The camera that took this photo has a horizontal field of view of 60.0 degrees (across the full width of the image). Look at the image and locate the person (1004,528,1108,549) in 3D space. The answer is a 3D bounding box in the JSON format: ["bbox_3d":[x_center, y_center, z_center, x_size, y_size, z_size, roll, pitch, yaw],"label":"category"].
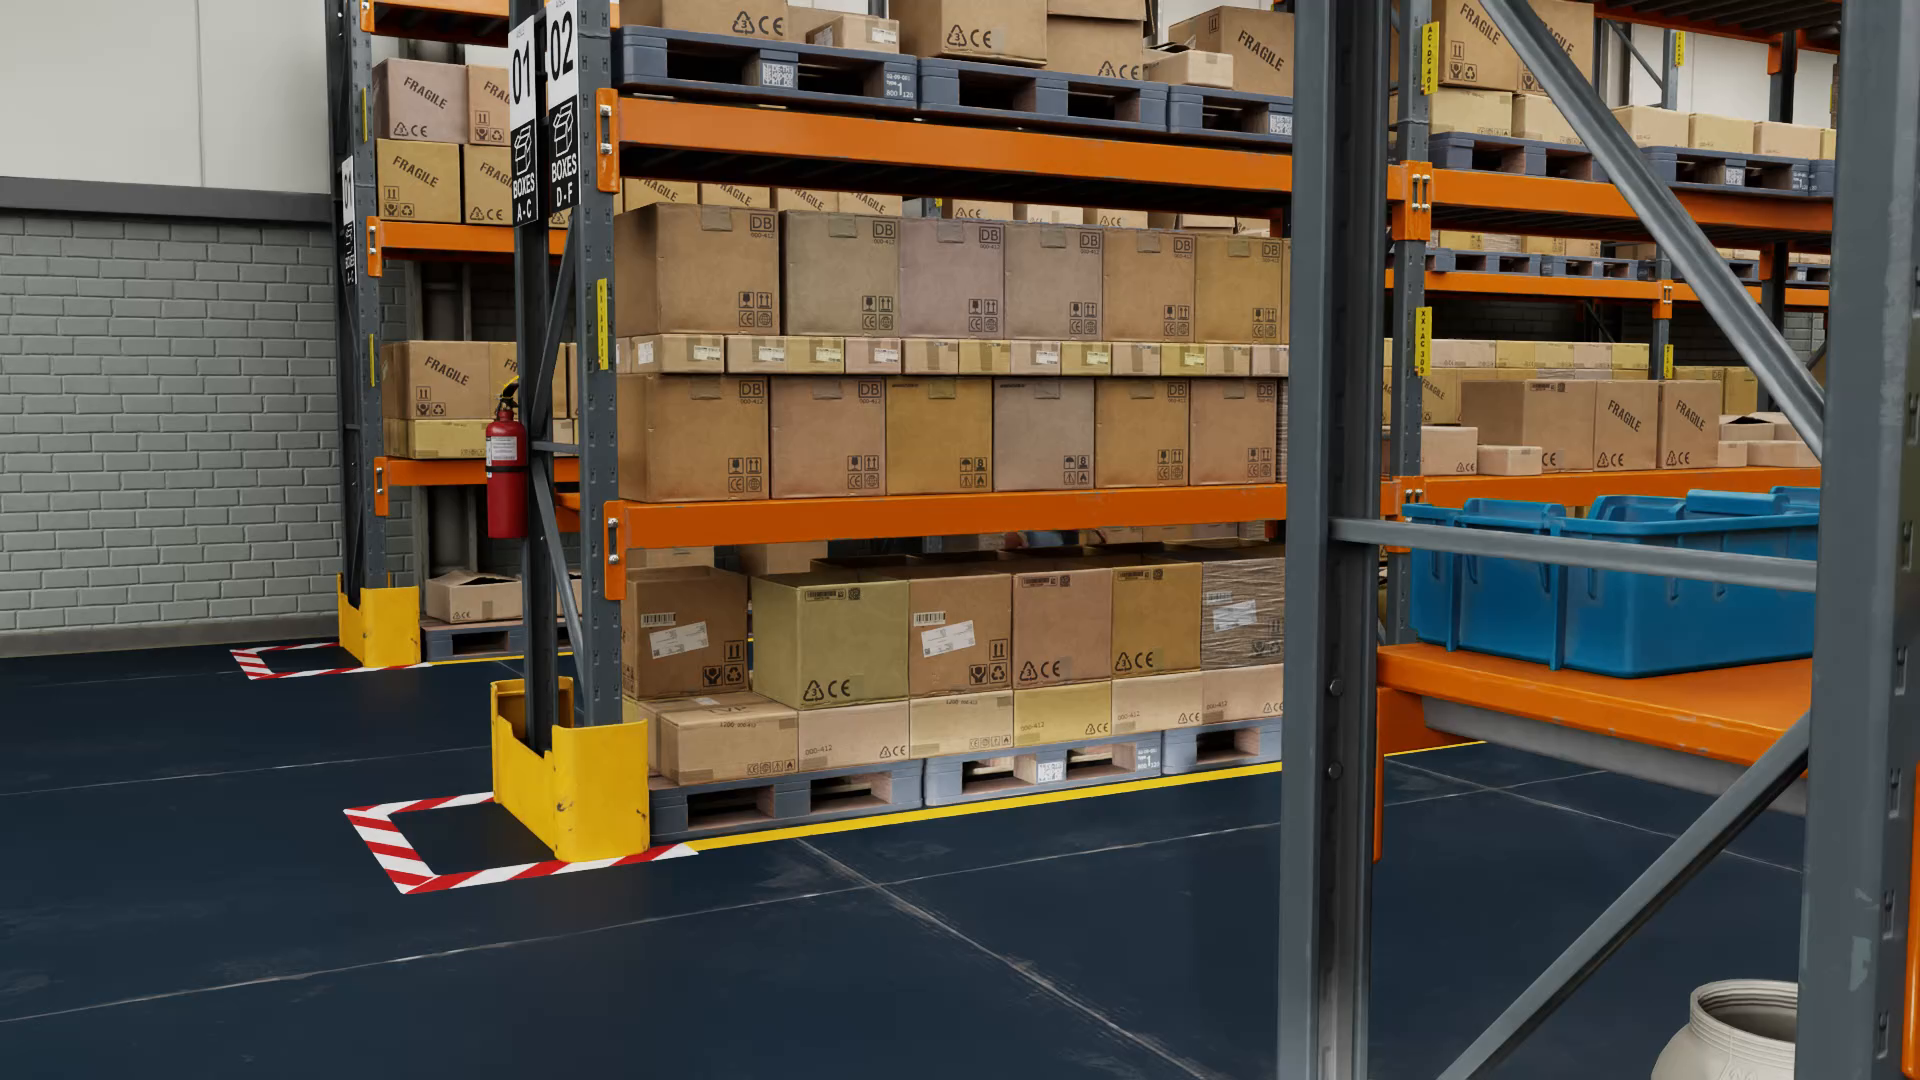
[{"bbox_3d":[0.614,-0.031,10.001,0.665,1.791,0.620,4,7,40],"label":"person"}]
